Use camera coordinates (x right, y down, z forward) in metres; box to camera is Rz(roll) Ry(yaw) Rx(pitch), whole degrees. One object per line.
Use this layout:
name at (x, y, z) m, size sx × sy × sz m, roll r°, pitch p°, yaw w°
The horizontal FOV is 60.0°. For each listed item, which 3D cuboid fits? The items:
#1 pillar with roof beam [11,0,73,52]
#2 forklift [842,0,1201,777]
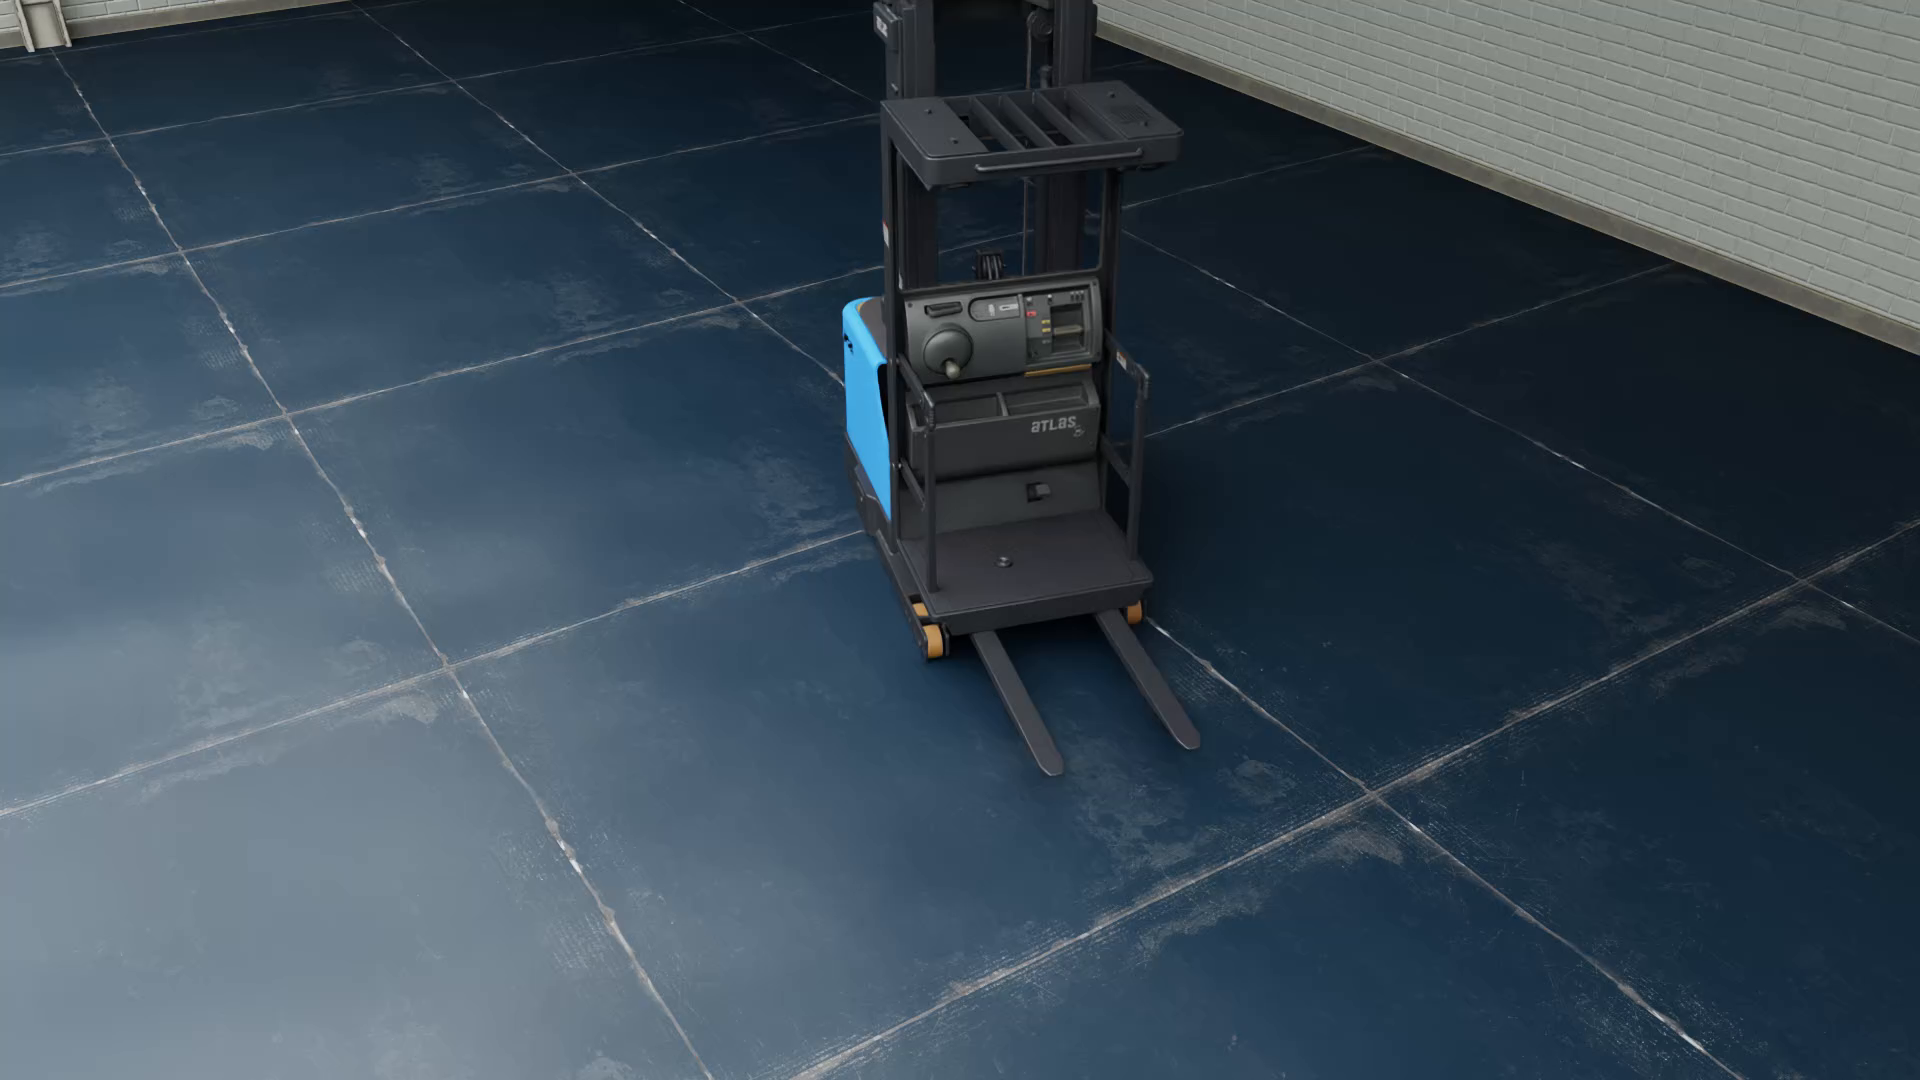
pillar with roof beam at (-6.745, -6.801, 11.097) m, size 0.400 × 9.000 × 9.100 m, roll -19°, pitch 37°, yaw -27°
forklift at (0.267, -0.912, 7.448) m, size 1.130 × 2.935 × 3.031 m, roll -9°, pitch 33°, yaw -14°
